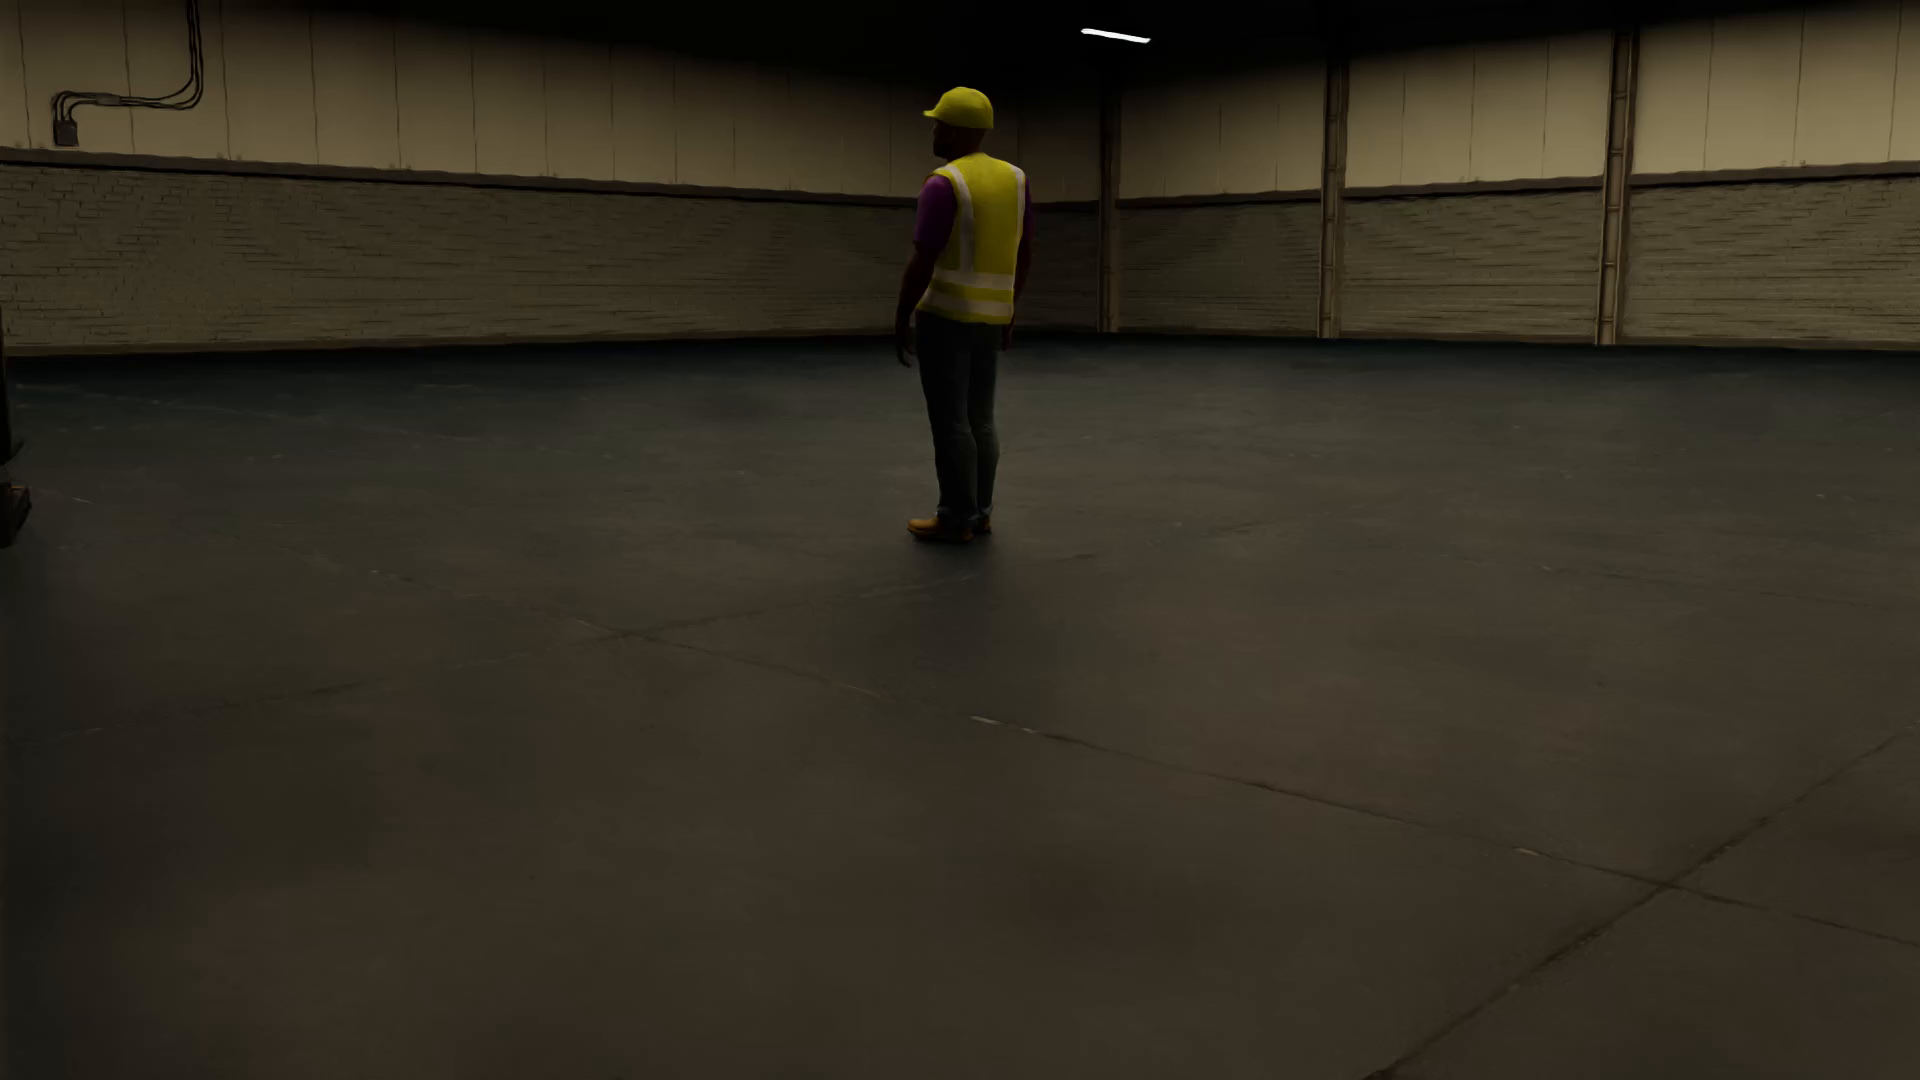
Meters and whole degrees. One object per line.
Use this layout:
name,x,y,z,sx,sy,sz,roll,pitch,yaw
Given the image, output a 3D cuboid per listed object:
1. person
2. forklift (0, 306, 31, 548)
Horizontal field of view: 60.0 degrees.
person,-0.046,-0.885,6.637,0.576,1.760,0.665,8,12,43
forklift,-4.425,-1.455,6.535,1.130,2.935,3.031,-4,10,-26
